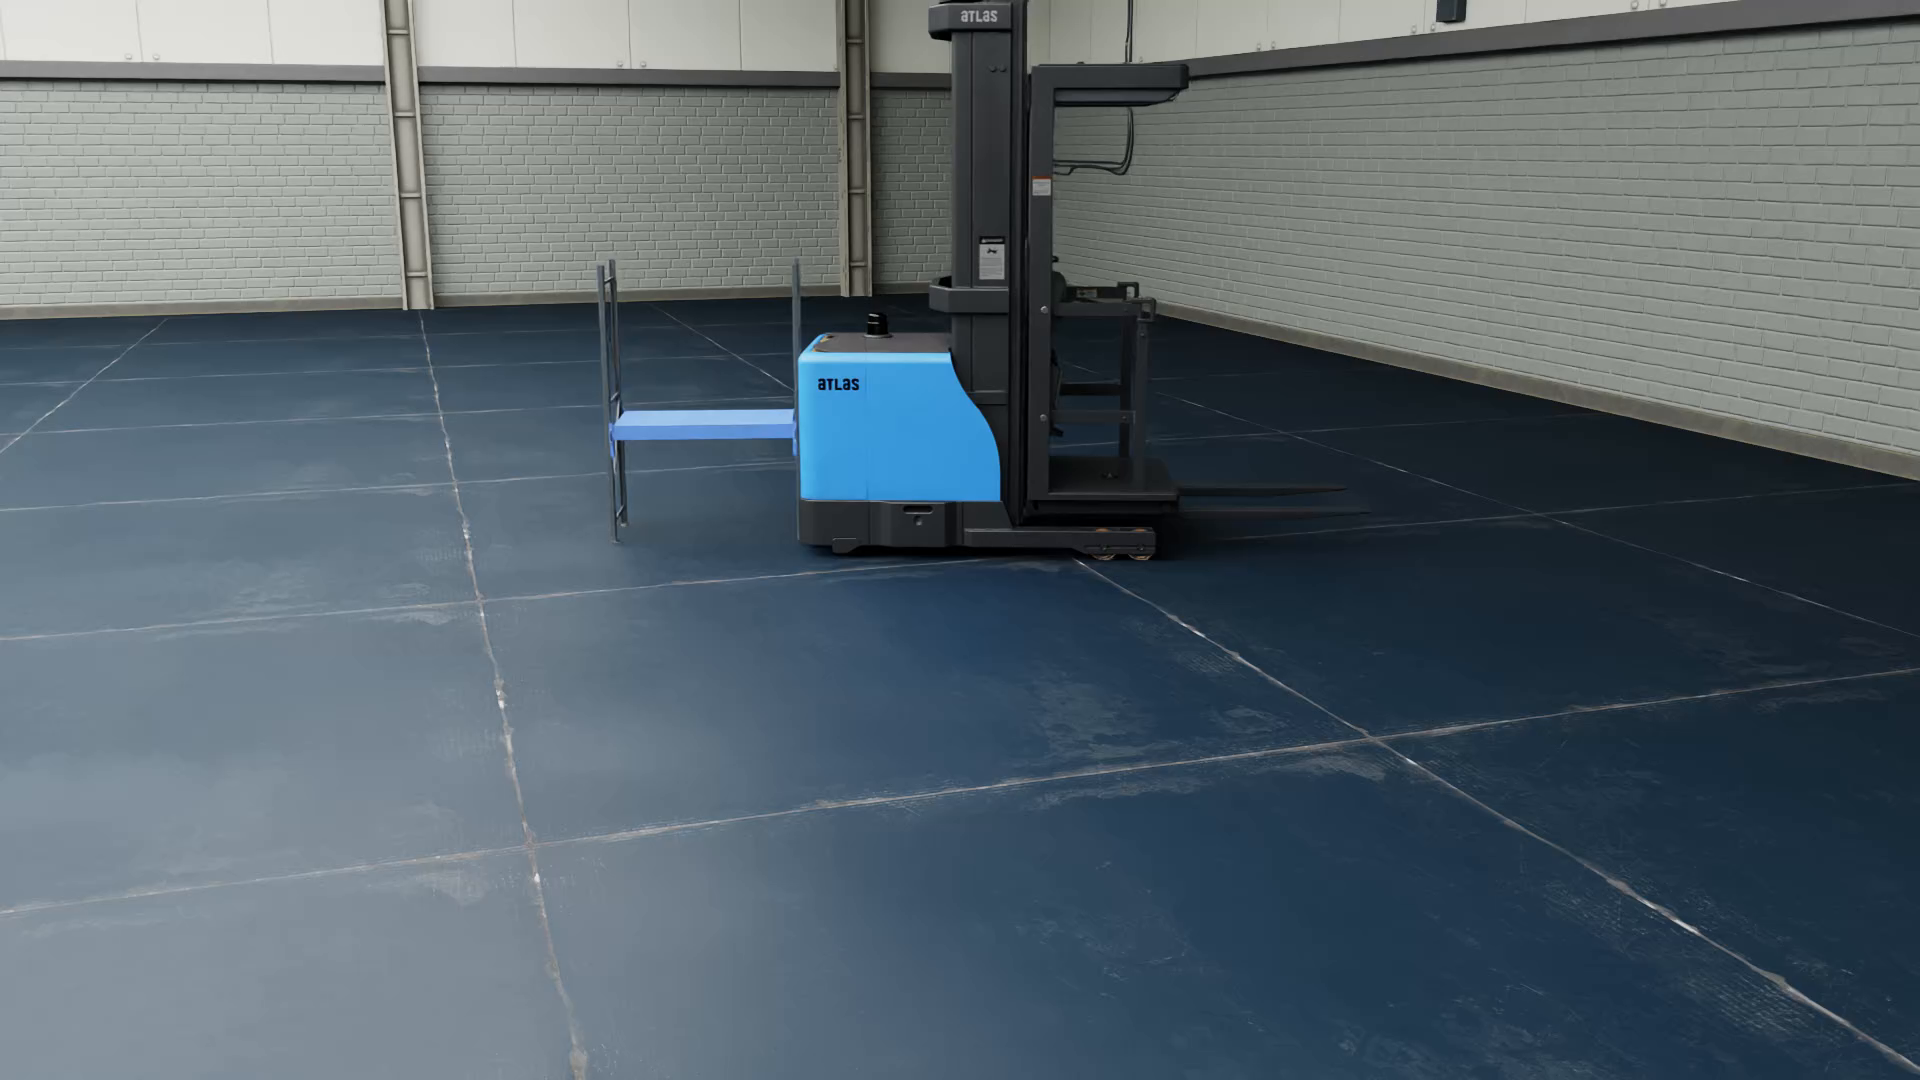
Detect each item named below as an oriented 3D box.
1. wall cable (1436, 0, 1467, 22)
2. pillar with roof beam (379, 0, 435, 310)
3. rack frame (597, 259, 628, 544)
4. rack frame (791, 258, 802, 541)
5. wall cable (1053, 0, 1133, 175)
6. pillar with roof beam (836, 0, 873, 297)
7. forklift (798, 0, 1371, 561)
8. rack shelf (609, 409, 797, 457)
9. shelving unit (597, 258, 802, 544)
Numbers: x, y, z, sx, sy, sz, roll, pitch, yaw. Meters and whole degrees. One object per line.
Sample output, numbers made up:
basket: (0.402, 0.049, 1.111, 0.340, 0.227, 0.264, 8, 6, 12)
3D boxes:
wall cable: (4.737, -7.389, 13.411, 0.169, 6.003, 2.305, -4, 14, -18)
pillar with roof beam: (-5.803, -6.503, 17.037, 0.400, 9.000, 9.100, -4, 14, -18)
rack frame: (-1.906, -0.768, 9.132, 0.032, 1.500, 0.500, -1, 13, -4)
rack frame: (-0.892, -0.784, 9.200, 0.032, 1.500, 0.500, -1, 13, -4)
wall cable: (1.725, -6.307, 22.922, 0.112, 2.526, 3.097, -4, 14, -18)
pillar with roof beam: (-0.116, -6.946, 18.898, 0.400, 9.000, 9.100, -4, 14, -18)
forklift: (0.672, -1.443, 8.873, 3.031, 2.935, 1.130, 0, 13, 1)
rack shelf: (-1.399, -0.601, 9.207, 1.000, 0.185, 0.538, -1, 13, -4)
shelving unit: (-1.399, -0.776, 9.166, 1.048, 1.500, 0.538, -1, 13, -4)
